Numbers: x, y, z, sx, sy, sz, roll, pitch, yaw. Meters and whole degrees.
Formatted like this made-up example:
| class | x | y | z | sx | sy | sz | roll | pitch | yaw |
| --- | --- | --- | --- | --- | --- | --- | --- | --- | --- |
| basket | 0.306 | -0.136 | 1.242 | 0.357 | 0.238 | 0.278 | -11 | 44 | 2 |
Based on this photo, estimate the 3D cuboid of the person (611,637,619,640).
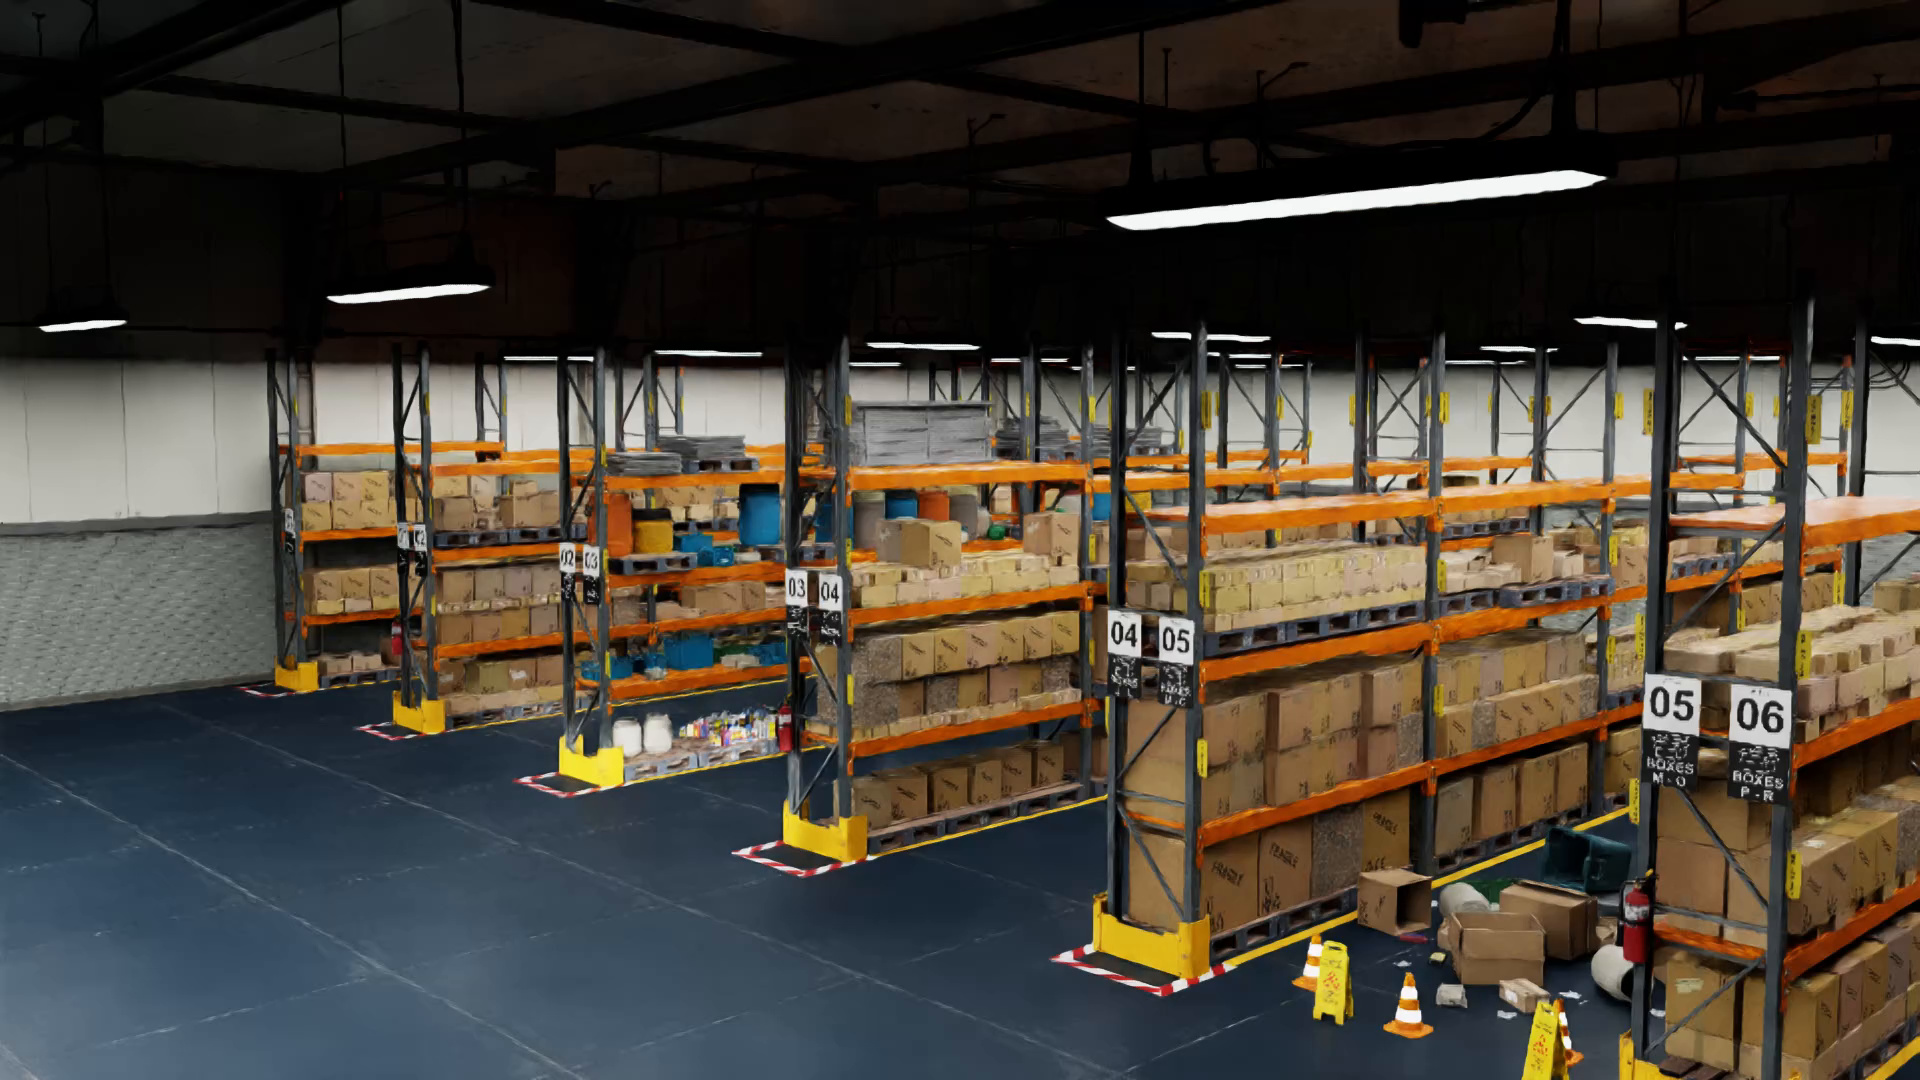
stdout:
| class | x | y | z | sx | sy | sz | roll | pitch | yaw |
| --- | --- | --- | --- | --- | --- | --- | --- | --- | --- |
| person | -6.496 | 1.710 | 30.500 | 1.098 | 1.586 | 0.450 | -4 | 7 | -41 |
